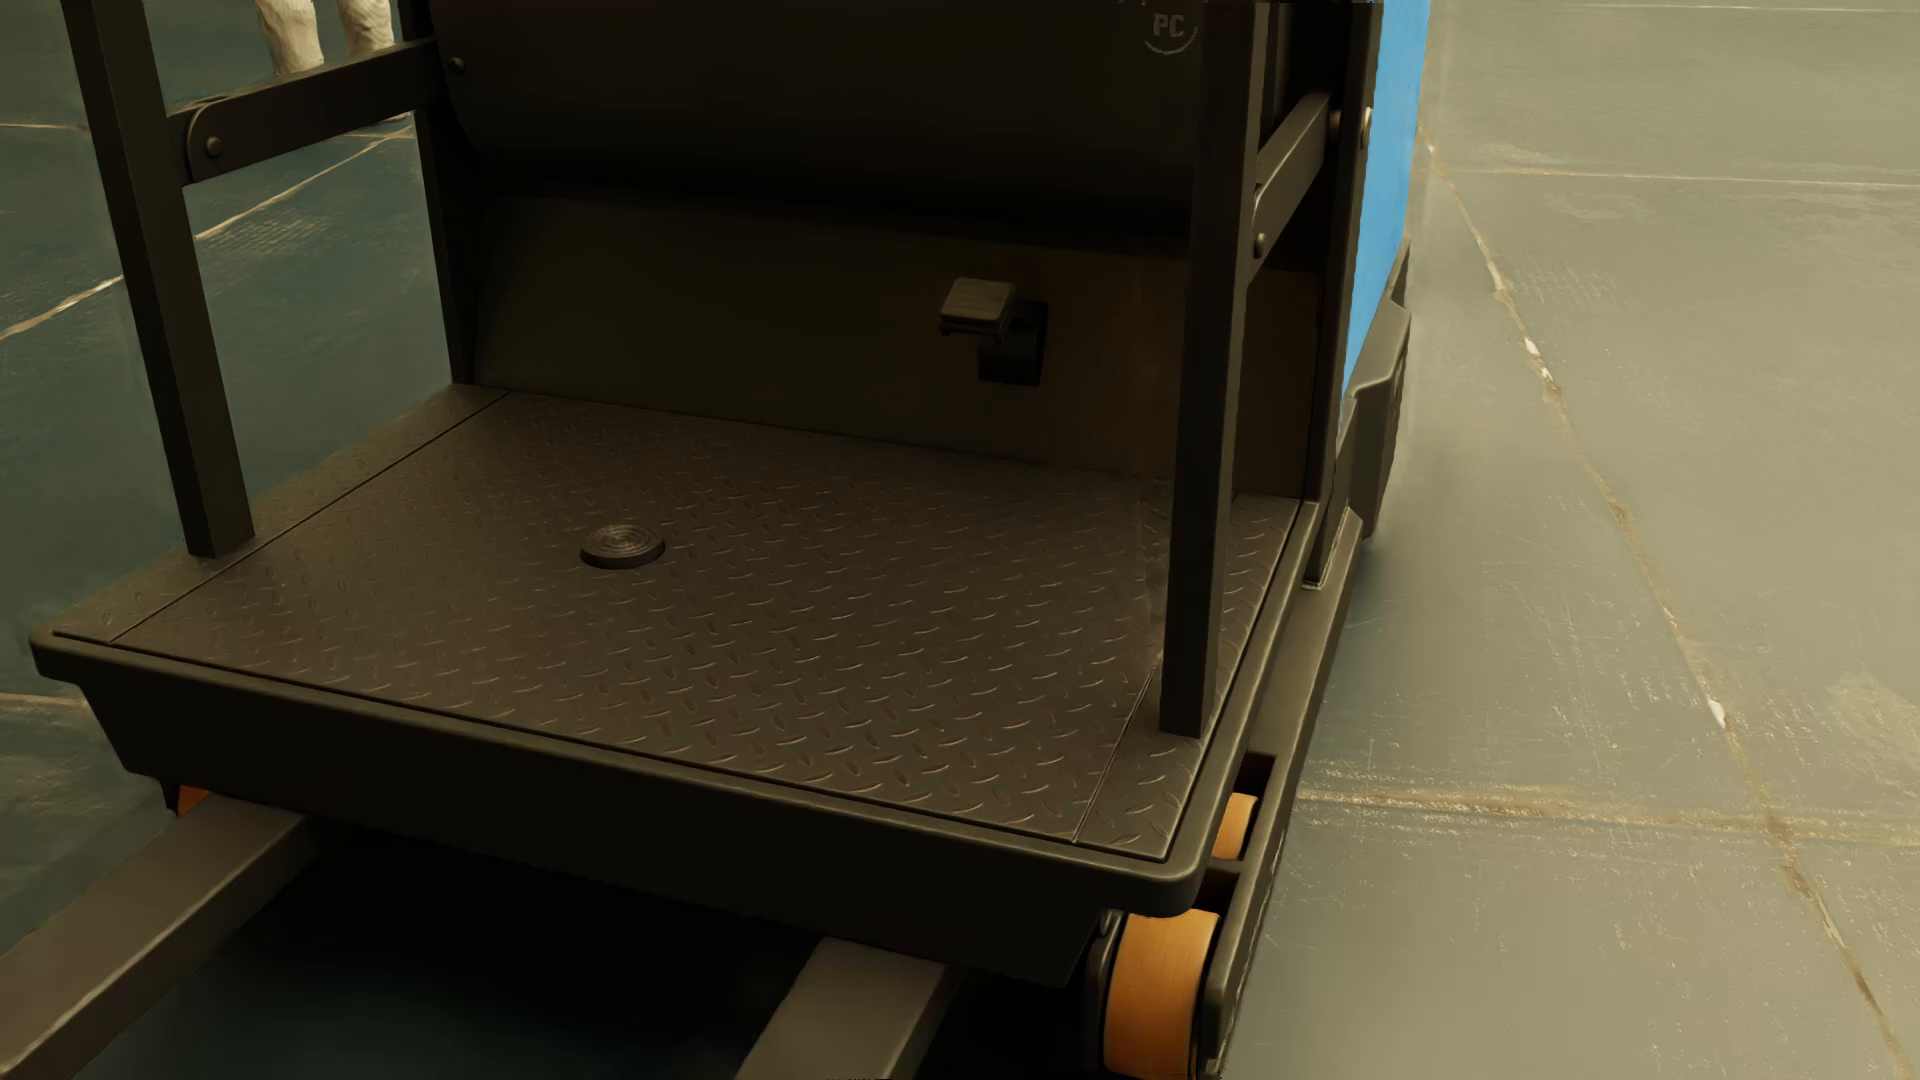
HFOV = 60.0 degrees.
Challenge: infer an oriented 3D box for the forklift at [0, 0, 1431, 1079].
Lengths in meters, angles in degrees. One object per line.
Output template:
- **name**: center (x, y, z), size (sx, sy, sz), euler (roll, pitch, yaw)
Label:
- **forklift**: center (-0.193, -1.023, 1.267), size (1.130, 2.935, 3.031), euler (9, 28, 17)

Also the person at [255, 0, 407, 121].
- **person**: center (-1.906, -2.026, 4.575), size (0.664, 1.770, 0.549), euler (-16, 31, -29)
